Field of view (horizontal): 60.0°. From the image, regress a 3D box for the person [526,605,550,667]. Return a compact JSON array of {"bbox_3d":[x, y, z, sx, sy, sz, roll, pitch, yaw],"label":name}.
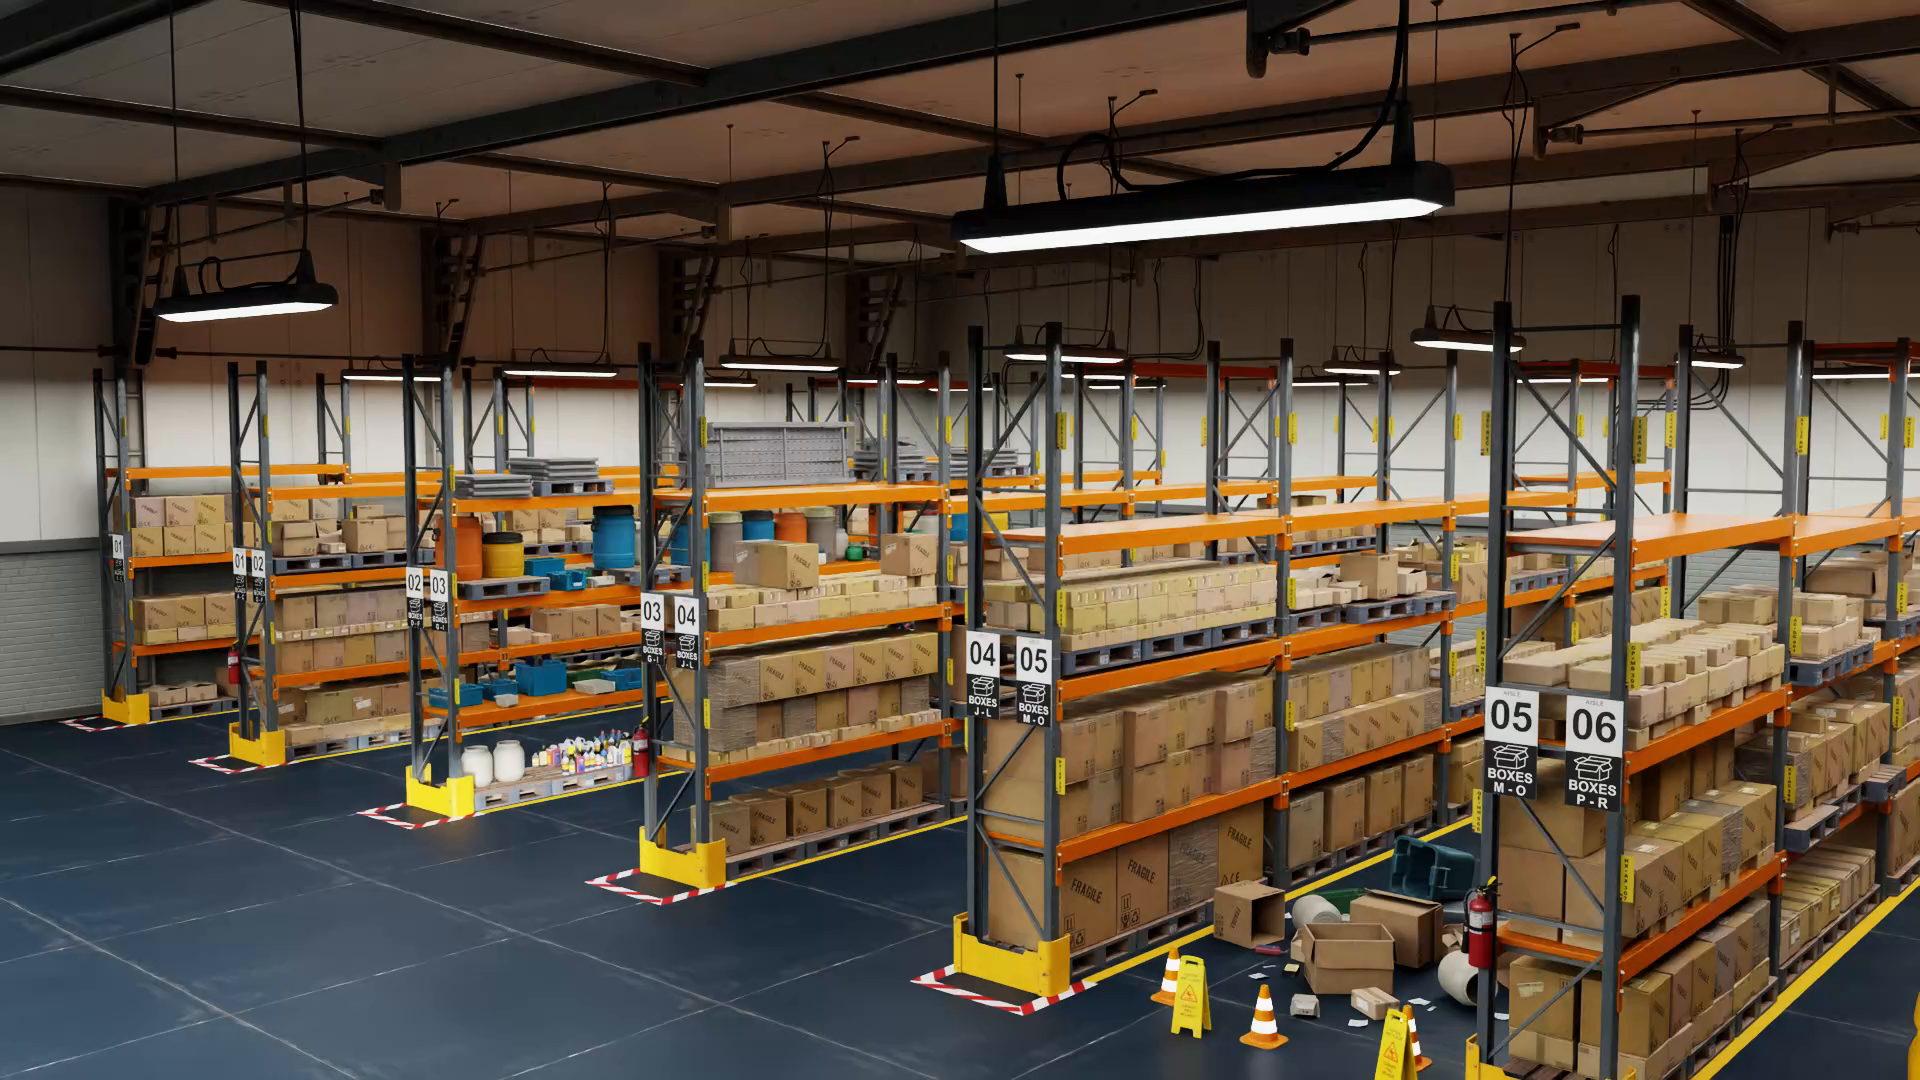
[{"bbox_3d":[-8.257,1.978,32.554,0.509,1.640,0.746,1,4,17],"label":"person"}]
